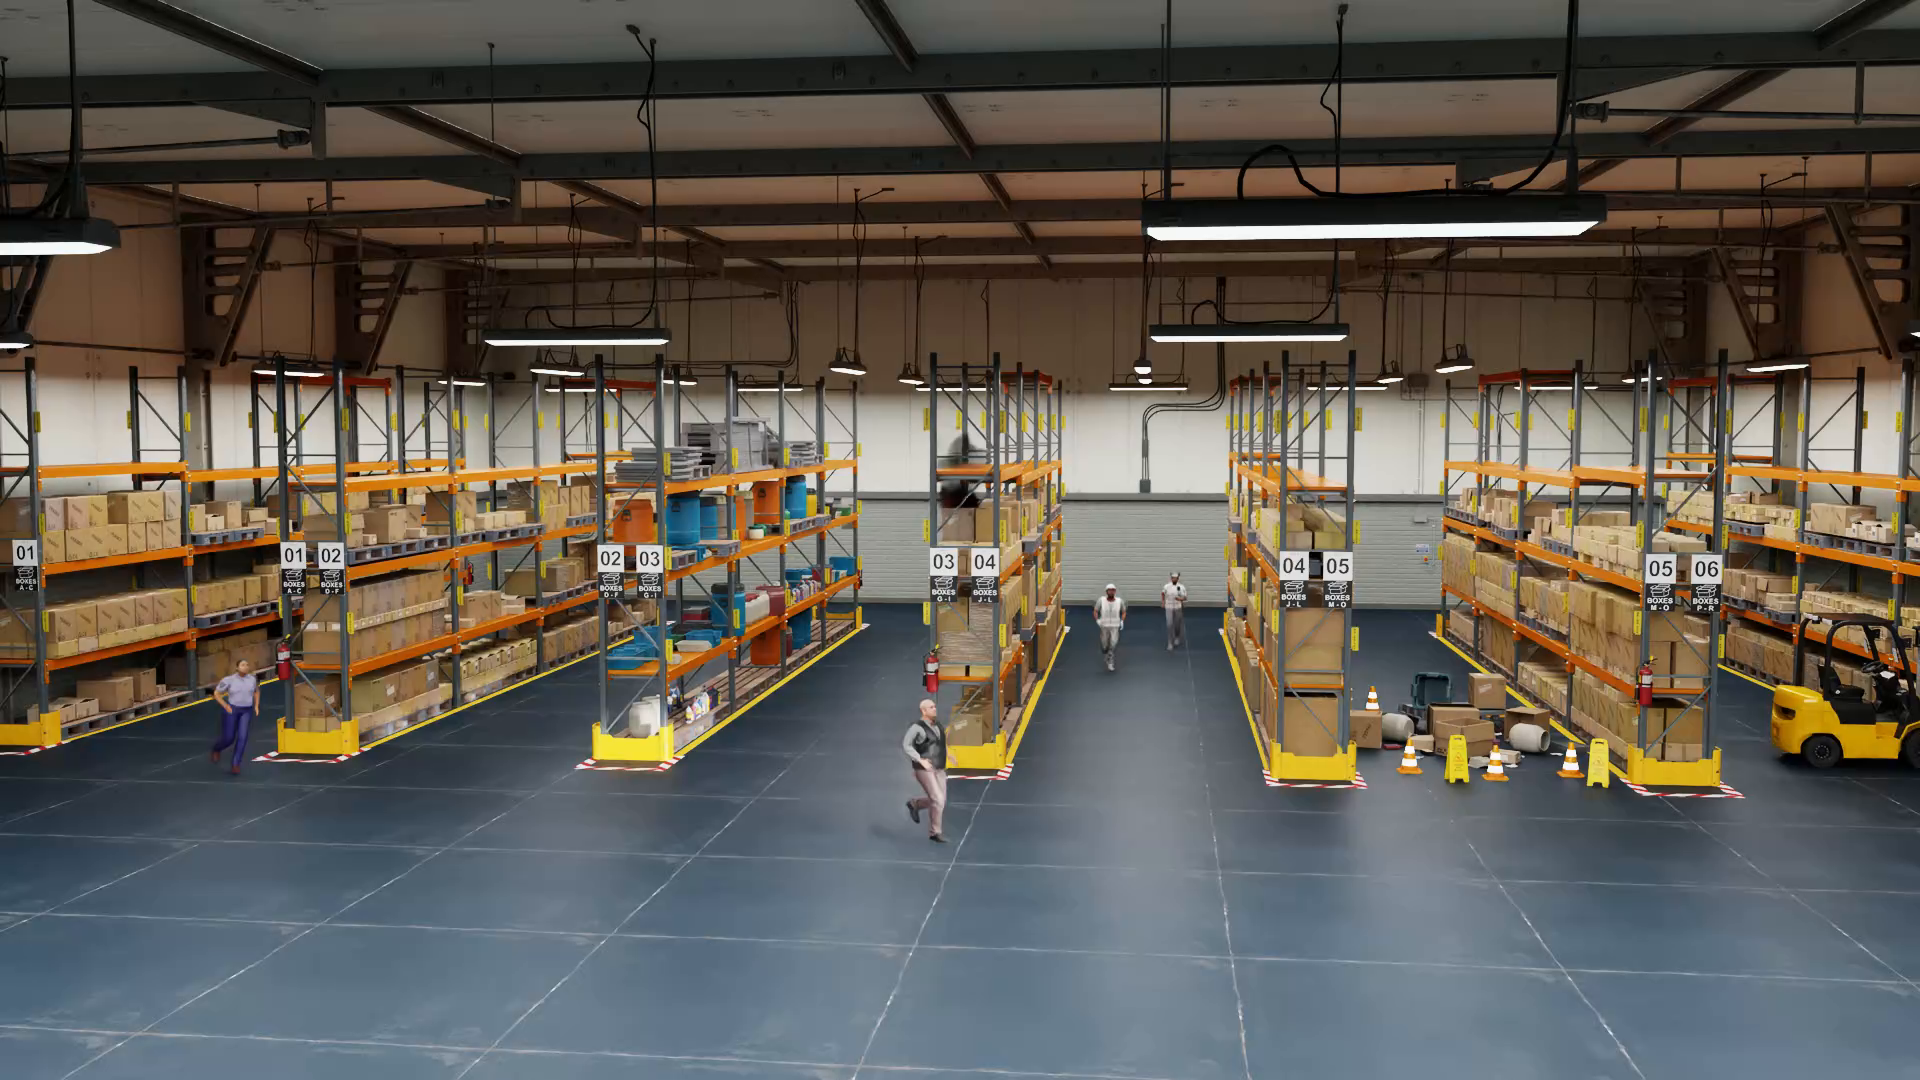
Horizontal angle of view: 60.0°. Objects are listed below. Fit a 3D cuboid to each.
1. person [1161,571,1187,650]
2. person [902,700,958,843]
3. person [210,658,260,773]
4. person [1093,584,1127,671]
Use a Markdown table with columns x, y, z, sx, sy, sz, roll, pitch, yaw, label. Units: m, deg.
| x | y | z | sx | sy | sz | roll | pitch | yaw | label |
| --- | --- | --- | --- | --- | --- | --- | --- | --- | --- |
| 4.731 | 1.535 | 36.775 | 0.577 | 1.703 | 0.899 | 1 | 4 | 9 | person |
| -0.406 | 2.759 | 19.984 | 0.722 | 1.698 | 0.661 | 3 | 5 | 37 | person |
| -10.391 | 2.513 | 24.012 | 0.665 | 1.593 | 0.717 | -4 | 6 | -44 | person |
| 3.042 | 1.754 | 33.742 | 0.673 | 1.737 | 0.665 | 0 | 4 | 4 | person |
